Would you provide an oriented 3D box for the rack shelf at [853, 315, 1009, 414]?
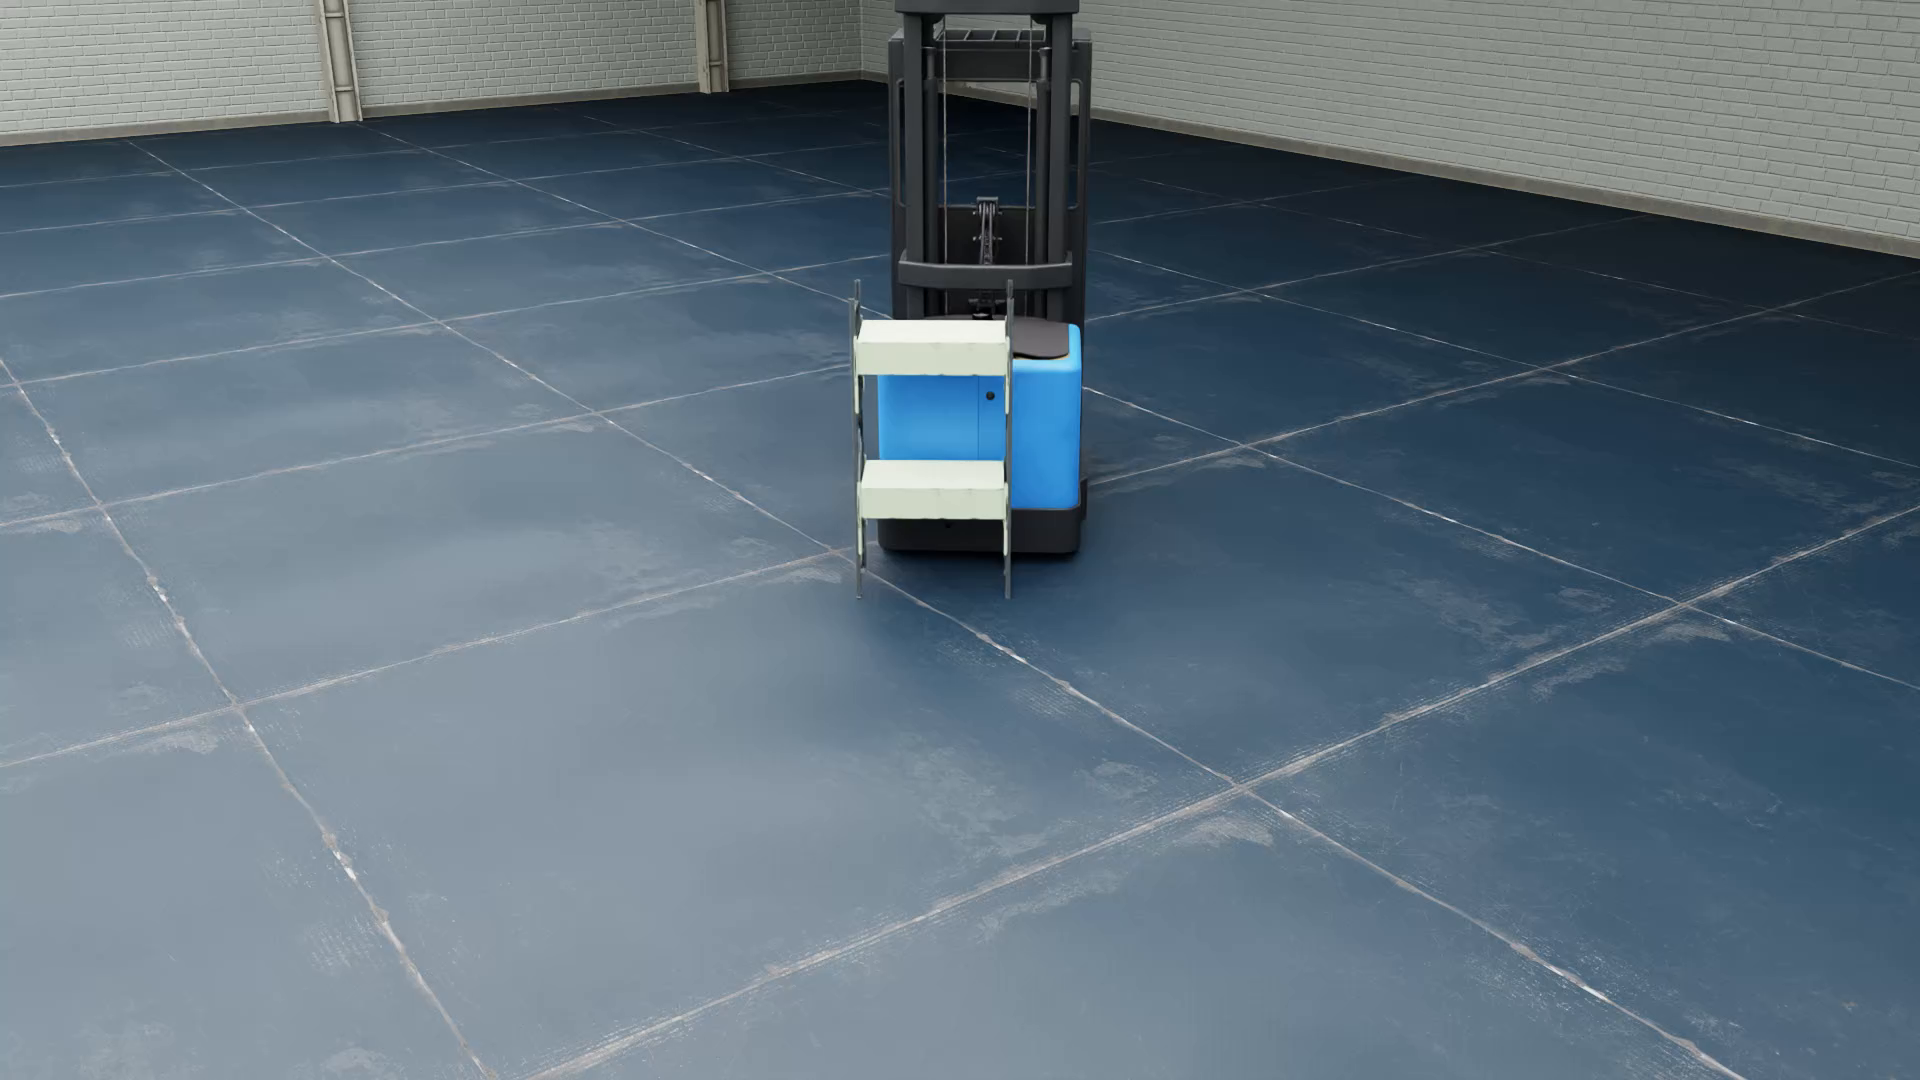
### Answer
[{"bbox_3d":[-0.129,-0.840,7.925,0.720,0.370,0.431,0,22,1],"label":"rack shelf"}]

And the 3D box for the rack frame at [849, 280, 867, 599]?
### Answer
[{"bbox_3d":[-0.495,-0.480,8.075,0.023,1.500,0.400,0,22,1],"label":"rack frame"}]

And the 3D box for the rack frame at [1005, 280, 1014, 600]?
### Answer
[{"bbox_3d":[0.237,-0.476,8.065,0.023,1.500,0.400,0,22,1],"label":"rack frame"}]

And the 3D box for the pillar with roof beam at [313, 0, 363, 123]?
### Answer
[{"bbox_3d":[-6.411,-8.984,19.268,0.400,9.000,9.100,-15,26,-33],"label":"pillar with roof beam"}]

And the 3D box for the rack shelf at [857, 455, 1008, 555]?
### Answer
[{"bbox_3d":[-0.129,-0.175,8.191,0.720,0.370,0.431,0,22,1],"label":"rack shelf"}]

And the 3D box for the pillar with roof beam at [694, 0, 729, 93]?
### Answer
[{"bbox_3d":[-1.541,-10.282,22.523,0.400,9.000,9.100,-15,26,-33],"label":"pillar with roof beam"}]

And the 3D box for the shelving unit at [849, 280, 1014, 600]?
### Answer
[{"bbox_3d":[-0.129,-0.478,8.070,0.755,1.500,0.431,0,22,1],"label":"shelving unit"}]

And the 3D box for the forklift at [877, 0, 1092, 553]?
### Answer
[{"bbox_3d":[0.173,-1.795,9.441,1.130,2.935,3.031,1,22,3],"label":"forklift"}]
